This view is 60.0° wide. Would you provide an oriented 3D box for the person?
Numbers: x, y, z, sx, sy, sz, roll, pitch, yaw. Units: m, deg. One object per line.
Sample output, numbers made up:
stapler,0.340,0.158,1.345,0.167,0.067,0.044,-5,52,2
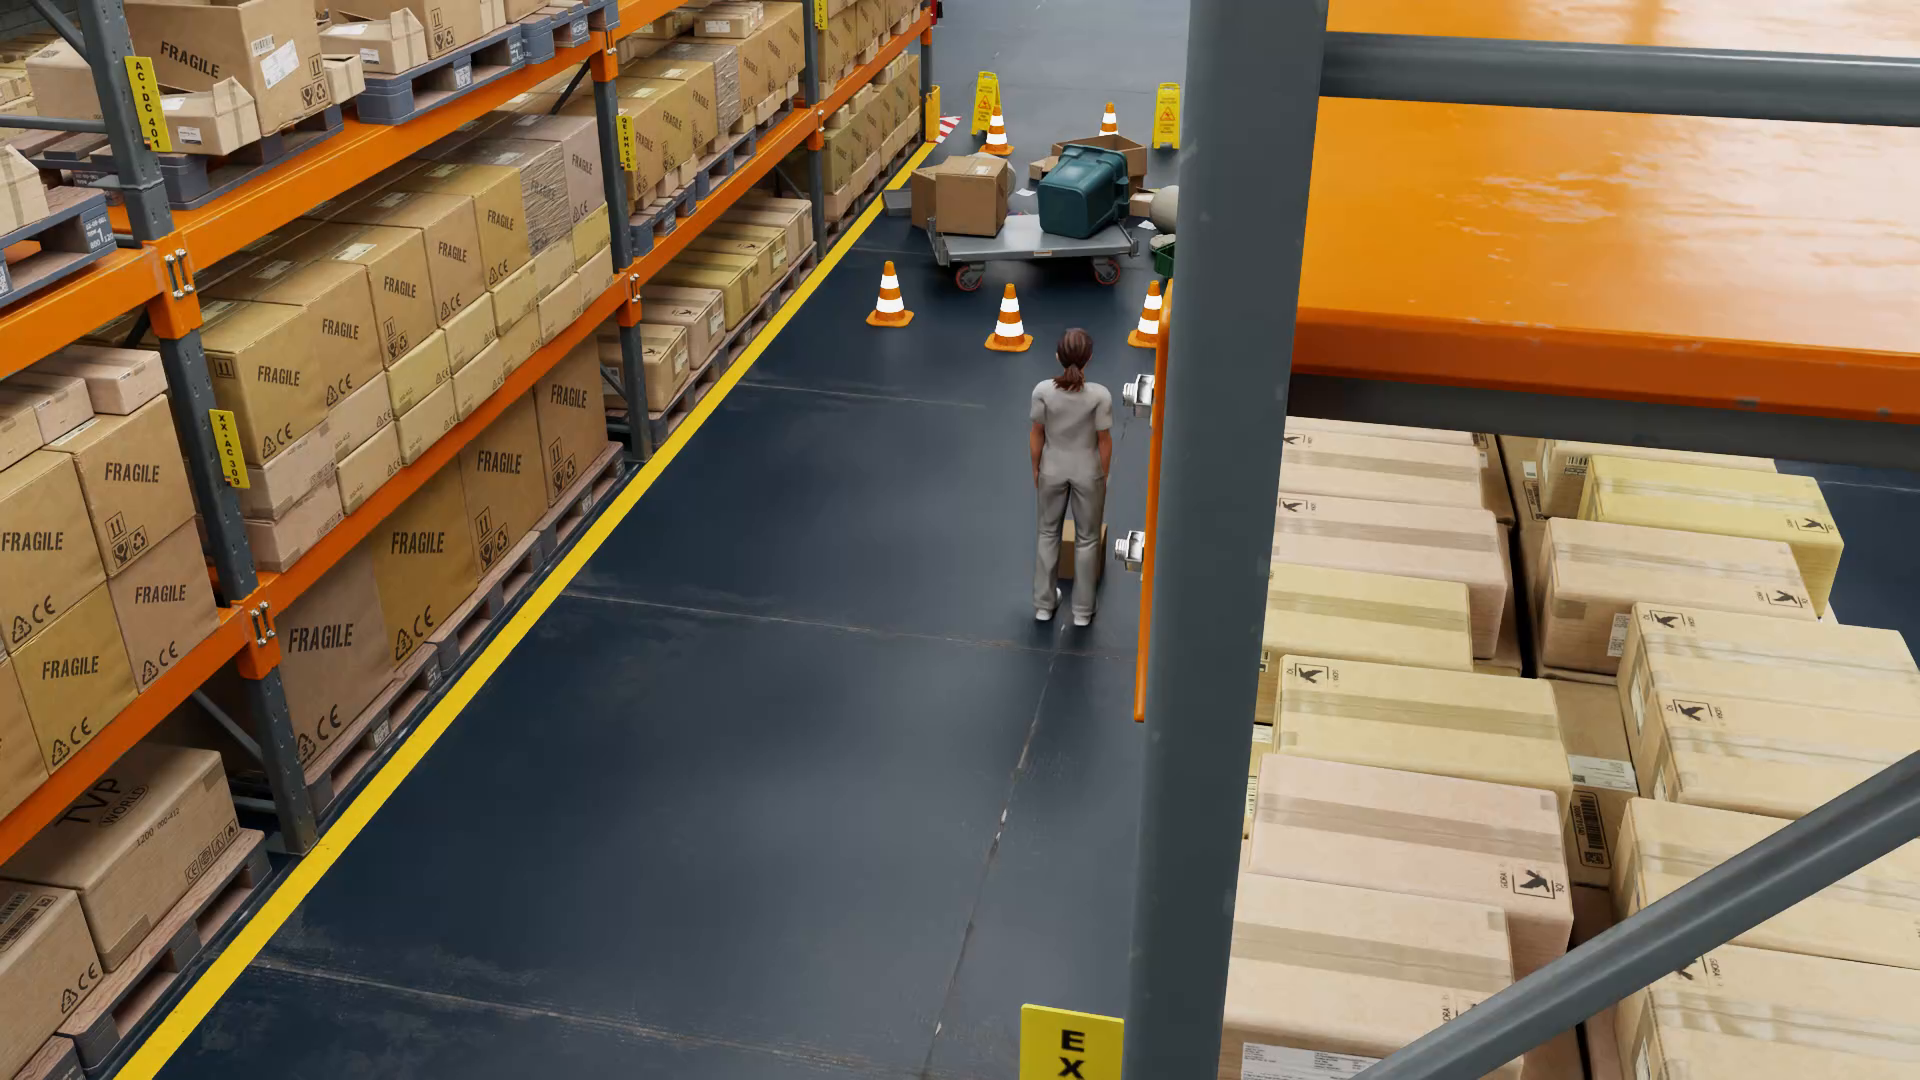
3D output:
person,0.577,-0.327,8.728,0.437,1.669,0.363,7,30,12
